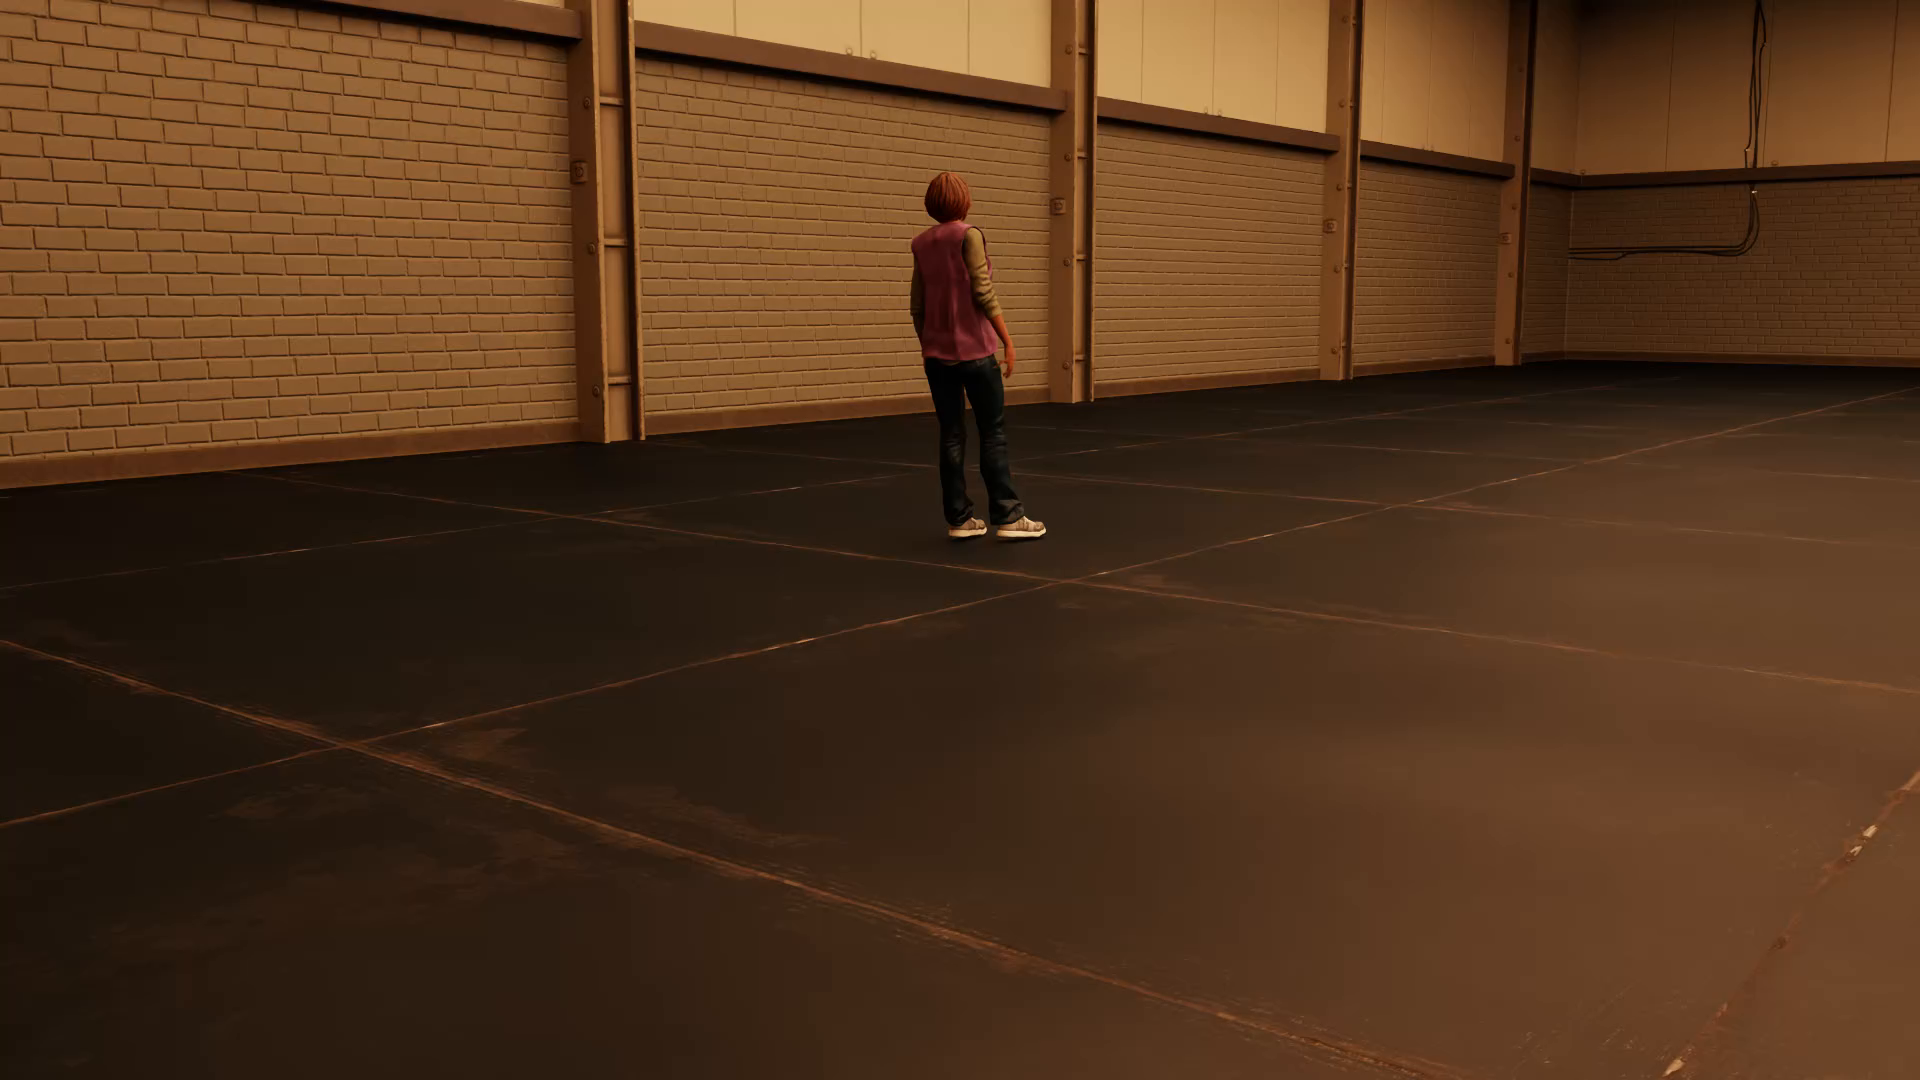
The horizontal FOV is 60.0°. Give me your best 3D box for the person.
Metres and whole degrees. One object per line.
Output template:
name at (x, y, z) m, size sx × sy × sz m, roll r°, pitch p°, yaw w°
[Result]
person at (0.058, -0.805, 7.337) m, size 0.520 × 1.599 × 0.473 m, roll 7°, pitch 11°, yaw 38°
